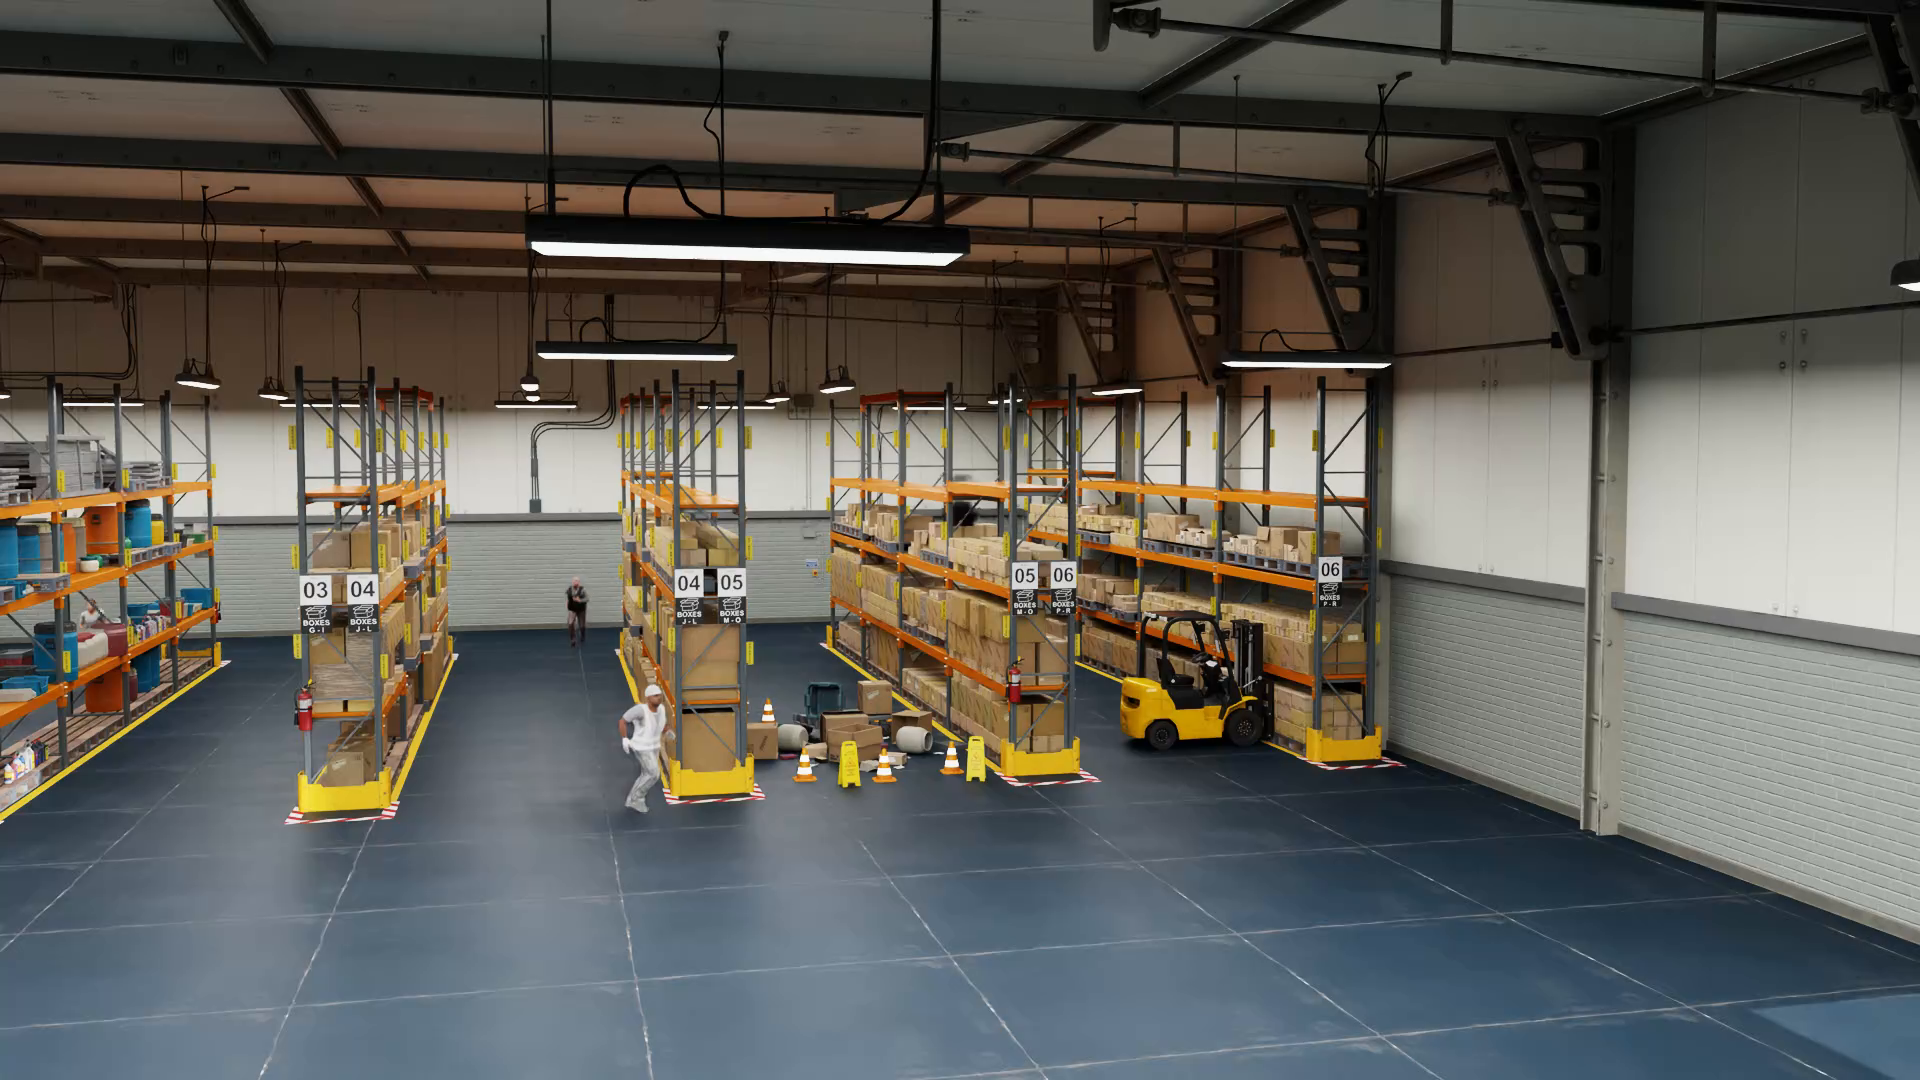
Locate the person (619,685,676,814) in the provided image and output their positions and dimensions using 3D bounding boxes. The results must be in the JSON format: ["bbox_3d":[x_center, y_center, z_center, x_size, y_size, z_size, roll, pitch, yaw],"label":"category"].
[{"bbox_3d":[-4.183,2.809,22.313,0.780,1.753,0.674,2,4,30],"label":"person"}]

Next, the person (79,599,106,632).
[{"bbox_3d":[-18.806,2.062,36.083,0.537,1.591,0.692,-2,4,-27],"label":"person"}]

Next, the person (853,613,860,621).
[{"bbox_3d":[-2.491,1.532,43.384,0.760,1.791,0.692,-3,4,-37],"label":"person"}]

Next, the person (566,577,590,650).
[{"bbox_3d":[-9.259,1.765,40.320,0.633,1.768,0.929,0,3,0],"label":"person"}]
